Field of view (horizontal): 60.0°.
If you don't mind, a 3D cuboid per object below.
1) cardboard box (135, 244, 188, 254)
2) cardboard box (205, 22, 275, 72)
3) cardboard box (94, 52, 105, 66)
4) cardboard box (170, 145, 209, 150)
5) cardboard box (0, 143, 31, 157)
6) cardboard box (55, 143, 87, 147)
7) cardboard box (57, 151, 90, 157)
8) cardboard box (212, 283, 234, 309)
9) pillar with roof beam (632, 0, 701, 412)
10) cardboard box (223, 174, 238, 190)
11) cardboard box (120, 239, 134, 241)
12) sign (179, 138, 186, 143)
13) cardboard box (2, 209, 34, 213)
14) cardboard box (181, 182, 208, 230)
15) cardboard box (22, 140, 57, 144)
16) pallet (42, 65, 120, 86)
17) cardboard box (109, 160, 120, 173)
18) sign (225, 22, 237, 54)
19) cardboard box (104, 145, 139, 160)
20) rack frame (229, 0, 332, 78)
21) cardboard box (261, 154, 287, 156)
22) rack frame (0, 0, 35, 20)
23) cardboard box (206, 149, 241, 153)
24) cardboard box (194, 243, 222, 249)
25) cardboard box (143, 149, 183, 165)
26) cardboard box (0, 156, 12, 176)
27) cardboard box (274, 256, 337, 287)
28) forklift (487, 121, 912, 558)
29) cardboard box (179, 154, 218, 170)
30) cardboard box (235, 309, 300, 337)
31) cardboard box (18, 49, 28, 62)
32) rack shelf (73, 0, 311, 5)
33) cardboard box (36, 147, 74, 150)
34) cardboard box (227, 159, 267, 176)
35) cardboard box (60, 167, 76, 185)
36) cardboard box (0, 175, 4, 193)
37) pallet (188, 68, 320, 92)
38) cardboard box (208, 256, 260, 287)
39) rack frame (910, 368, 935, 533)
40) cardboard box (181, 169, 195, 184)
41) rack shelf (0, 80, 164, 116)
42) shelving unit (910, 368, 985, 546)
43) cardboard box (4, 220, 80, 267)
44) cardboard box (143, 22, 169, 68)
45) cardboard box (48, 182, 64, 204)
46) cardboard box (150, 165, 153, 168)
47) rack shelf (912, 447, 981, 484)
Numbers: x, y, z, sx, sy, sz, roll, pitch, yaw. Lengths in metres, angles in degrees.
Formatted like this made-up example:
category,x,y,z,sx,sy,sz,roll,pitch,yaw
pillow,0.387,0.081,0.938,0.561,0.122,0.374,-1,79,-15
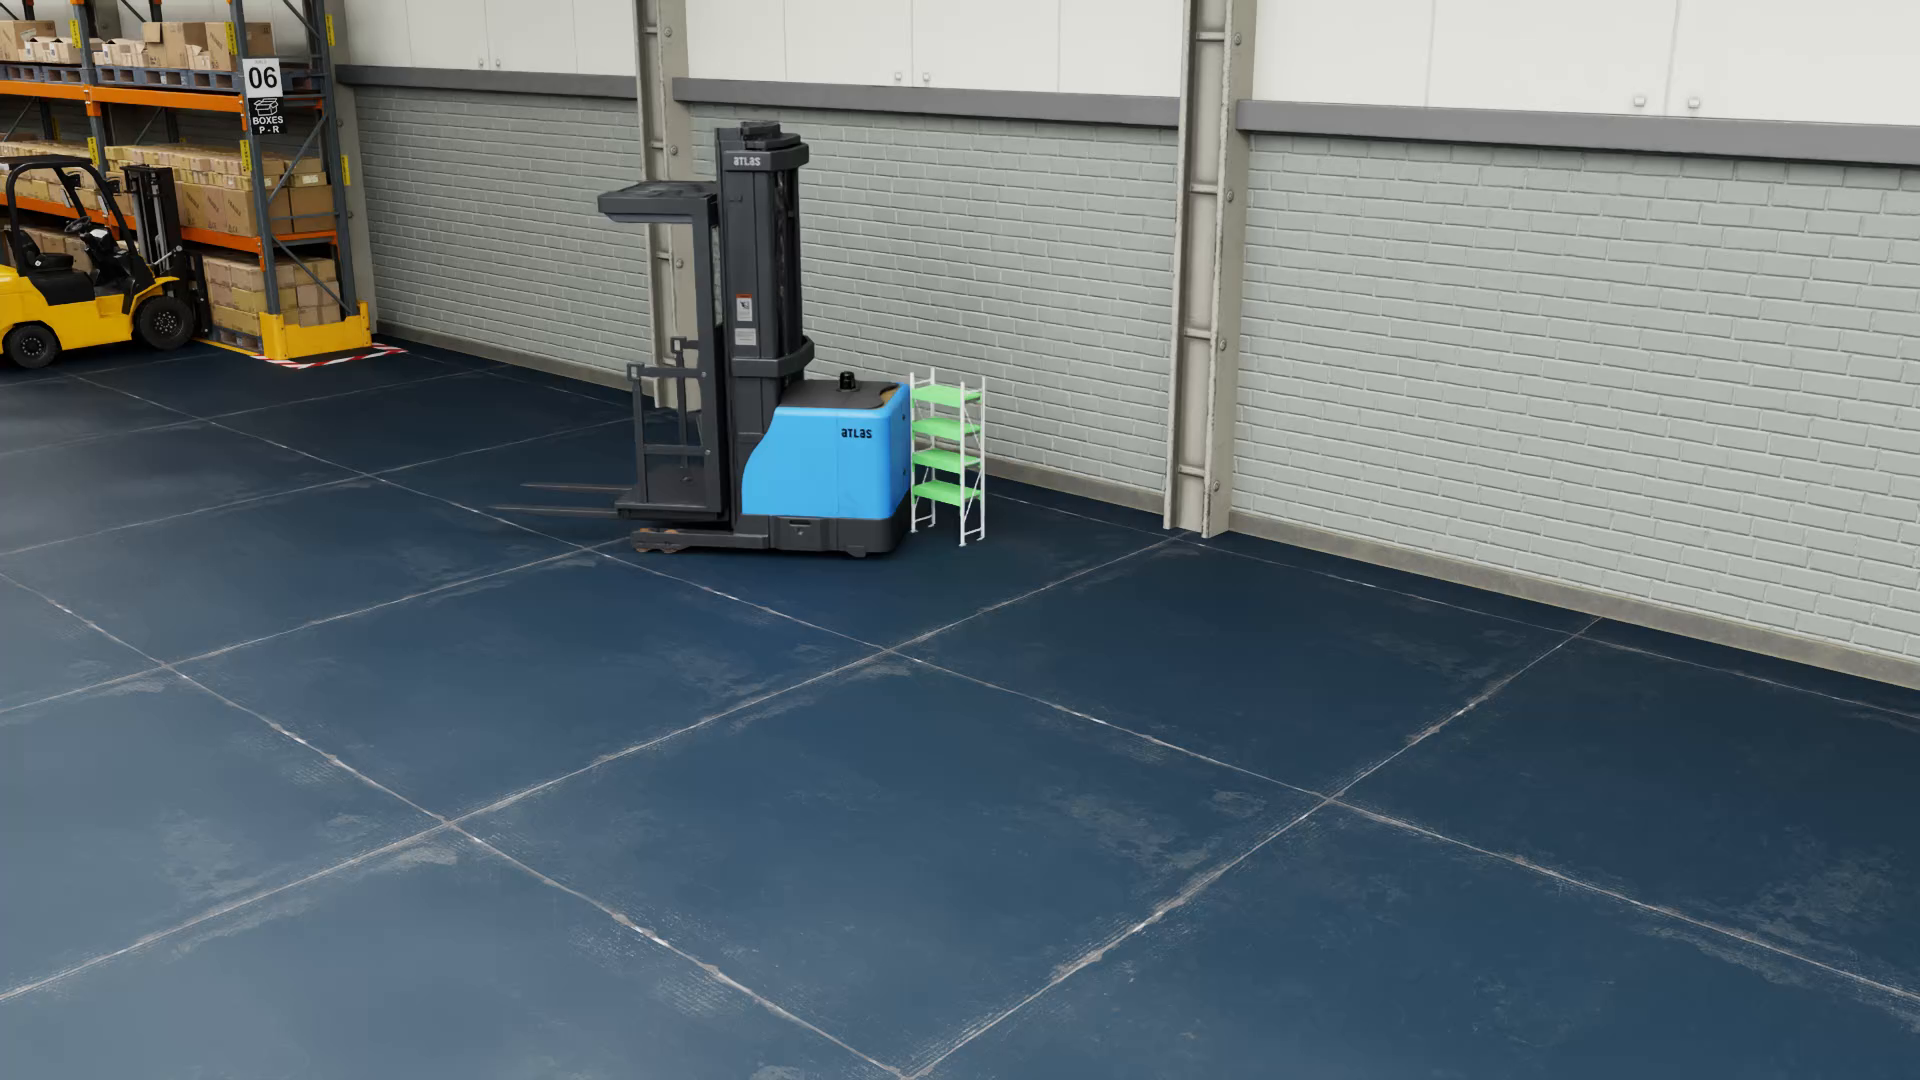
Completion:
category,x,y,z,sx,sy,sz,roll,pitch,yaw
cardboard box,-9.753,-3.478,20.310,0.500,0.250,0.500,15,23,39
cardboard box,-7.784,-5.340,17.997,0.500,0.500,0.500,16,24,41
cardboard box,-10.148,-5.784,19.974,0.250,0.149,0.380,16,23,40
cardboard box,-9.476,-4.778,20.478,0.250,0.149,0.380,15,23,39
cardboard box,-12.822,-5.315,22.662,0.250,0.149,0.380,16,24,41
cardboard box,-12.100,-5.329,22.705,0.250,0.149,0.380,15,23,39
cardboard box,-11.323,-4.891,21.328,0.250,0.149,0.380,14,22,38
cardboard box,-8.230,-2.840,19.125,0.500,0.250,0.500,15,23,39
pillar with roof beam,-5.583,-4.606,11.749,0.400,9.000,9.100,15,23,39
cardboard box,-7.947,-3.989,18.485,0.250,0.149,0.380,16,23,40
cardboard box,-10.680,-3.555,21.587,0.625,0.625,0.875,16,24,42
sign,-9.915,-4.961,21.223,0.005,0.325,0.100,15,23,39
cardboard box,-14.019,-4.848,24.794,0.250,0.149,0.380,14,22,37
cardboard box,-8.599,-3.878,19.206,0.500,0.500,0.500,14,23,38
cardboard box,-12.897,-5.525,23.325,0.250,0.149,0.380,16,24,41
pallet,-10.951,-5.897,21.093,1.217,0.209,0.805,14,22,37
cardboard box,-10.219,-4.618,20.467,0.250,0.149,0.380,15,23,38
sign,-7.661,-5.276,17.485,0.005,0.325,0.100,15,23,39
cardboard box,-10.241,-4.752,20.398,0.250,0.149,0.380,16,23,40
rack frame,-7.291,-6.441,17.531,0.127,3.000,1.000,15,23,39
cardboard box,-7.956,-4.359,19.159,0.250,0.149,0.380,15,23,40
rack frame,-13.274,-8.047,22.592,0.127,3.000,1.000,15,23,39
cardboard box,-8.738,-4.565,19.808,0.250,0.149,0.380,16,24,41
cardboard box,-9.028,-3.493,20.357,0.500,0.250,0.500,15,23,40
cardboard box,-9.452,-4.550,19.760,0.250,0.149,0.380,15,23,38
cardboard box,-12.731,-5.109,22.674,0.500,0.250,0.500,16,24,41
cardboard box,-7.525,-3.087,19.078,0.500,0.250,0.500,15,23,38
forklift,-1.904,-1.457,11.858,3.031,2.935,1.130,2,18,8
cardboard box,-8.720,-4.338,19.092,0.250,0.149,0.380,16,23,40
cardboard box,-7.852,-2.494,18.863,0.500,0.250,0.500,15,23,40
cardboard box,-11.883,-6.249,21.442,0.250,0.149,0.380,15,23,39
rack shelf,-8.787,-6.309,18.965,4.000,0.370,1.077,15,23,39
cardboard box,-12.000,-5.127,22.070,0.250,0.149,0.380,15,23,39
cardboard box,-7.904,-4.147,18.490,0.250,0.149,0.380,15,23,39
cardboard box,-11.209,-4.694,21.365,0.500,0.250,0.500,14,23,38
cardboard box,-13.105,-4.972,23.067,0.500,0.250,0.500,15,23,39
pallet,-7.802,-5.117,18.464,1.213,0.211,1.003,15,23,39
cardboard box,-8.228,-3.071,19.027,0.500,0.250,0.500,16,23,40
rack frame,-0.271,-0.653,12.184,0.015,1.200,0.240,15,23,39
cardboard box,-8.712,-4.197,19.139,0.250,0.149,0.380,15,23,40
rack shelf,-11.778,-5.873,21.889,4.000,0.370,1.077,15,23,39
shelving unit,-0.089,-0.603,12.029,0.503,1.200,0.258,15,23,39
cardboard box,-12.817,-4.128,23.391,0.625,0.625,0.875,16,24,41
cardboard box,-8.895,-5.696,19.113,0.637,0.503,0.797,16,24,41
cardboard box,-11.564,-4.562,21.774,0.500,0.250,0.500,15,23,40
cardboard box,-9.480,-4.401,19.783,0.250,0.149,0.380,15,23,39
rack shelf,-0.089,-0.542,12.049,0.480,0.148,0.258,15,23,39
